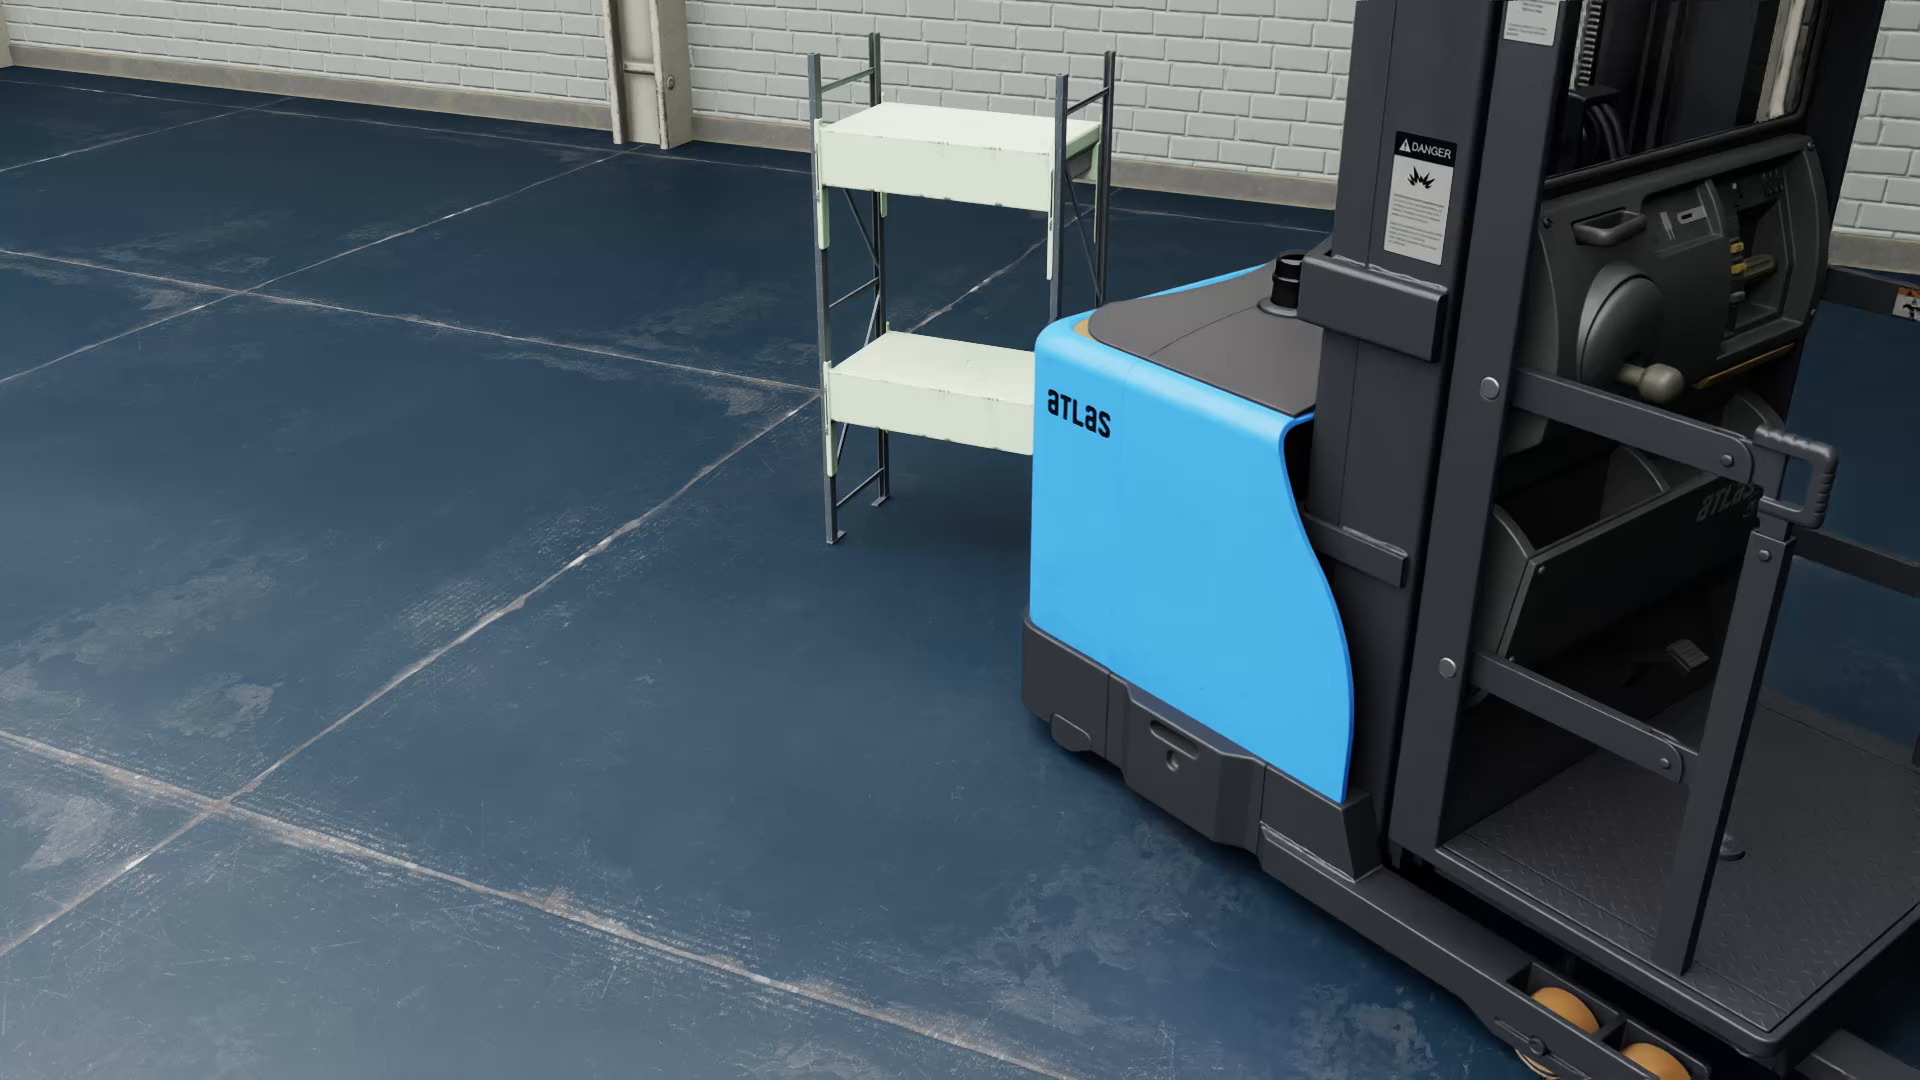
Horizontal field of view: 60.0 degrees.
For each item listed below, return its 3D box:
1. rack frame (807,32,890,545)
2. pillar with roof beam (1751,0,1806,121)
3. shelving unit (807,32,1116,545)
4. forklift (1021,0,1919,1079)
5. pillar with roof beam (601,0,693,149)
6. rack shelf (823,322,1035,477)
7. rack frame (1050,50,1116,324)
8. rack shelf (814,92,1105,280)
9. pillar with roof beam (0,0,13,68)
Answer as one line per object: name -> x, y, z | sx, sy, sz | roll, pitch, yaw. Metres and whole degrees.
rack frame -> -0.327, -0.739, 5.052 | 0.023, 1.500, 0.400 | 11, 28, 22
pillar with roof beam -> 1.799, -3.667, 2.510 | 0.400, 9.000, 9.100 | 11, 28, 22
shelving unit -> 0.006, -0.672, 4.916 | 0.755, 1.500, 0.431 | 11, 28, 22
forklift -> 1.468, -0.473, 2.893 | 1.130, 2.935, 3.031 | -19, 32, -34
pillar with roof beam -> -3.663, -4.764, 4.738 | 0.400, 9.000, 9.100 | 11, 28, 22
rack shelf -> 0.006, -0.379, 5.060 | 0.720, 0.370, 0.431 | 11, 28, 22
rack frame -> 0.339, -0.605, 4.780 | 0.023, 1.500, 0.400 | 11, 28, 22
rack shelf -> 0.006, -1.022, 4.744 | 0.720, 0.370, 0.431 | 11, 28, 22
pillar with roof beam -> -9.125, -5.861, 6.967 | 0.400, 9.000, 9.100 | 11, 28, 22
